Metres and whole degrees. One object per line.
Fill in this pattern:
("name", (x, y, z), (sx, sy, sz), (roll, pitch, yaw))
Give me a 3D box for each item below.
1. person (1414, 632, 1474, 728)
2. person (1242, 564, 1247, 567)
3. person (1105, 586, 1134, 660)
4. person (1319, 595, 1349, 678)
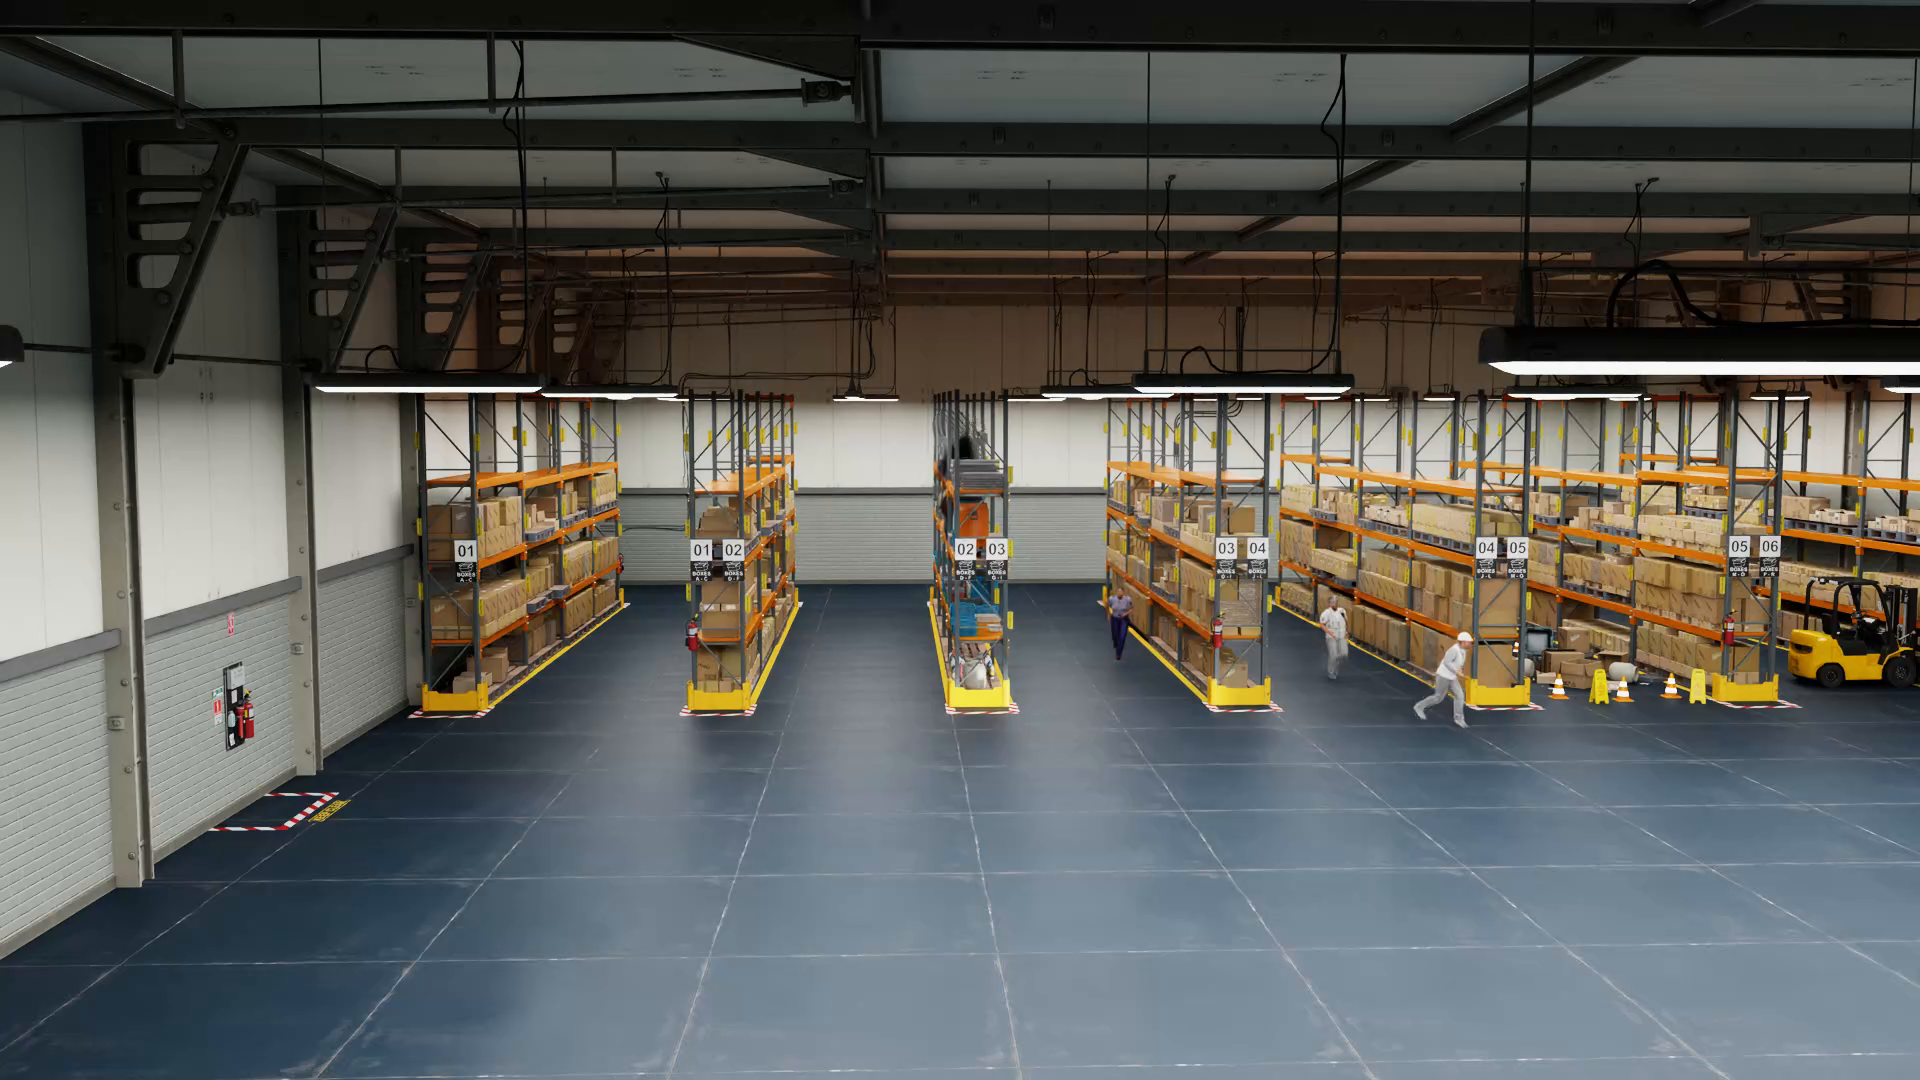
("person", (8.639, 2.476, 29.684), (1.044, 1.731, 0.696), (3, 5, 31))
("person", (8.230, 1.006, 47.796), (0.608, 1.707, 0.714), (1, 5, 16))
("person", (3.409, 1.766, 35.541), (0.597, 1.587, 0.692), (0, 5, 3))
("person", (7.868, 2.022, 34.765), (0.672, 1.747, 0.510), (-1, 5, -12))
